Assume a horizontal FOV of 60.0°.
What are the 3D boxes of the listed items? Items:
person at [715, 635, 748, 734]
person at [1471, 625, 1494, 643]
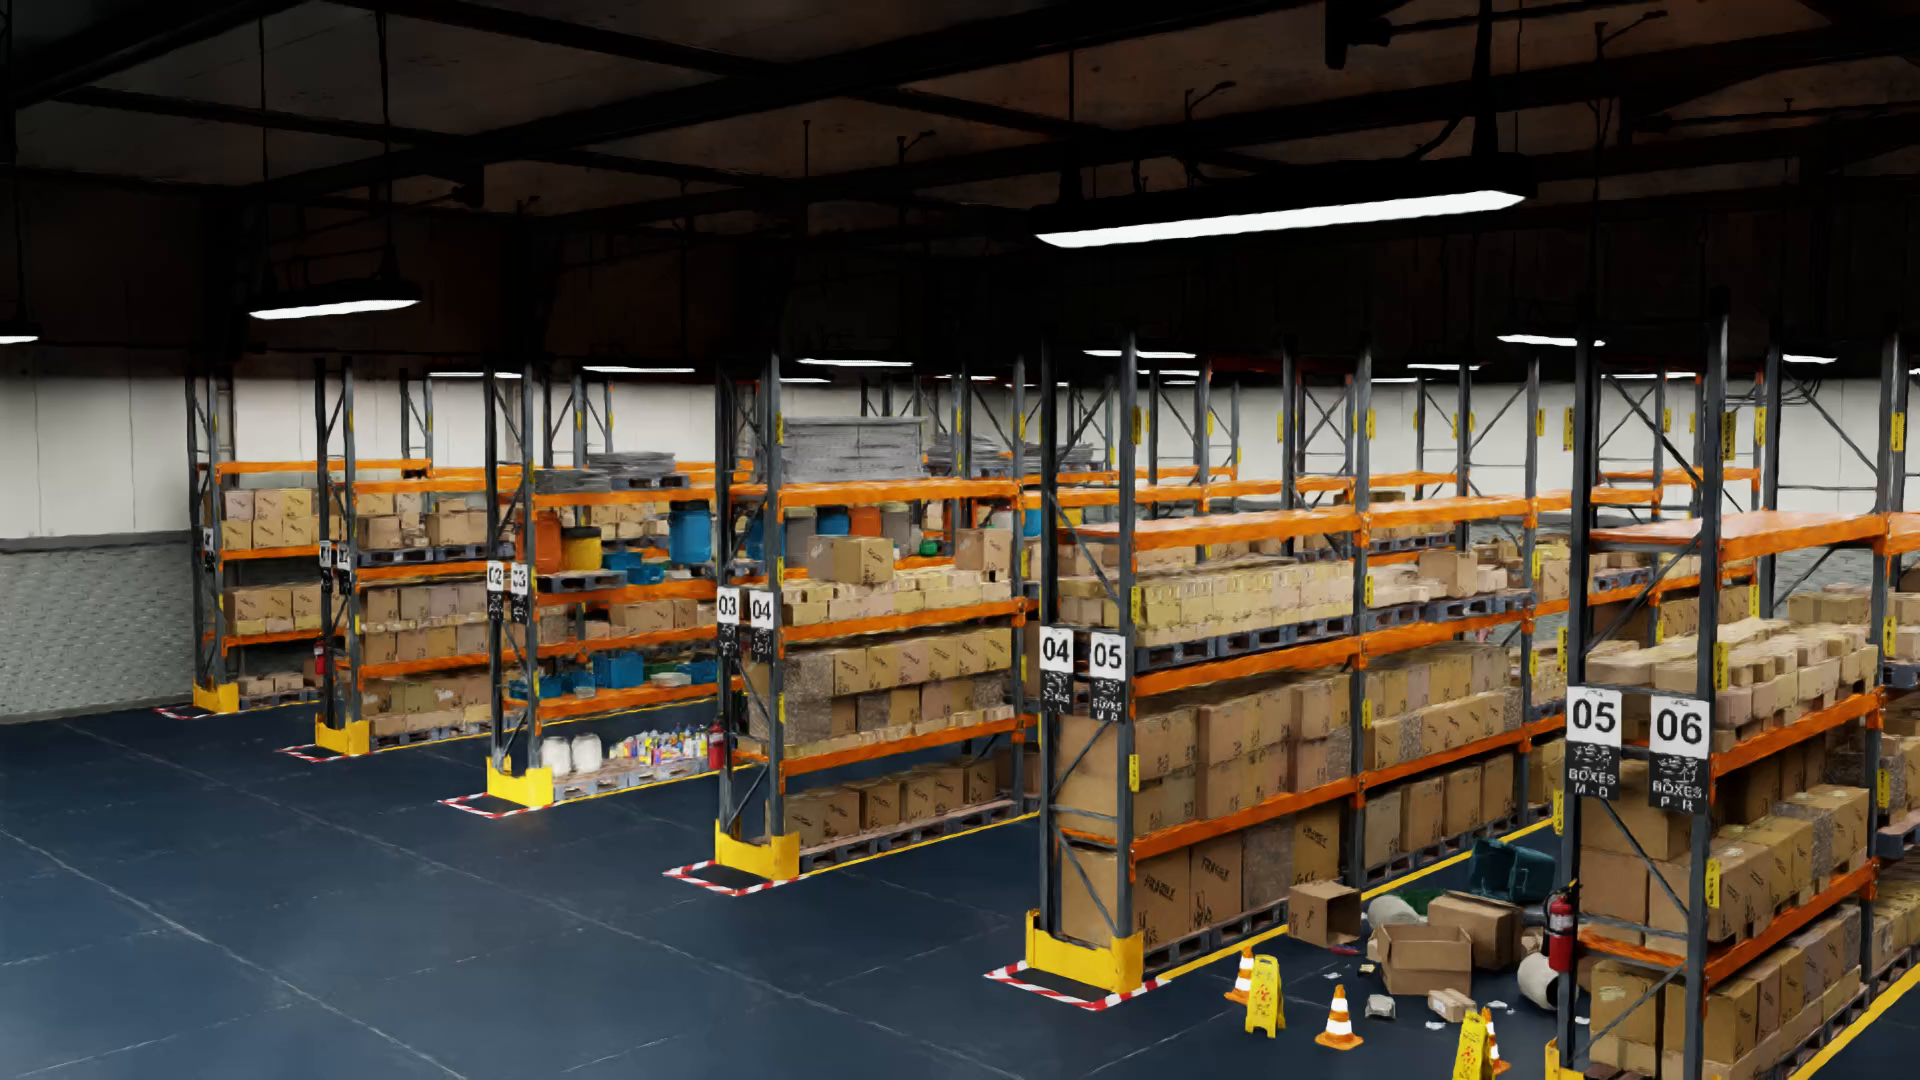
[{"bbox_3d":[-3.679,2.277,26.468,0.677,1.739,0.551,4,6,44],"label":"person"},{"bbox_3d":[10.565,1.764,33.822,1.109,1.590,0.448,-4,6,-43],"label":"person"}]
